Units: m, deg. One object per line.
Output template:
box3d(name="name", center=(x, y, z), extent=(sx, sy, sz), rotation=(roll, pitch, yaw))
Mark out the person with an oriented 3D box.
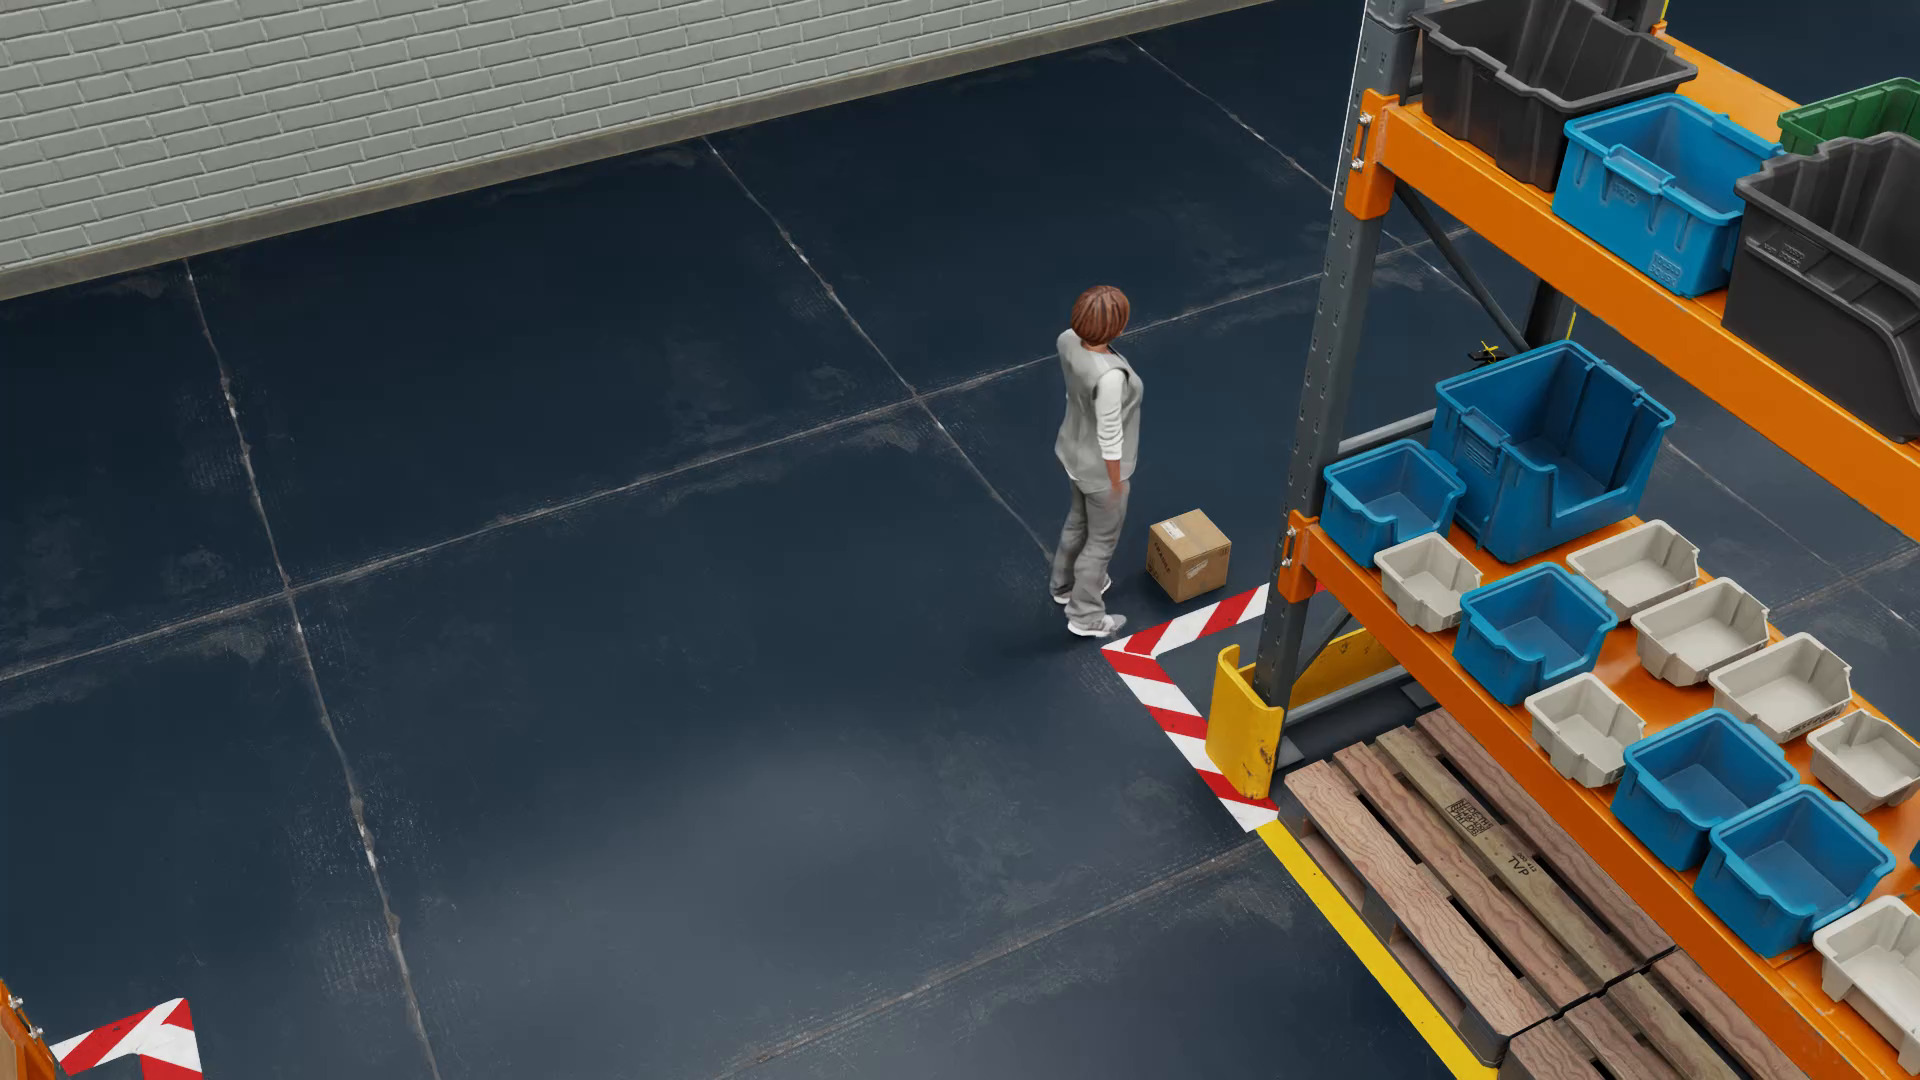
box3d(name="person", center=(0.533, -0.307, 6.526), extent=(0.306, 1.622, 0.393), rotation=(-15, 44, -16))
